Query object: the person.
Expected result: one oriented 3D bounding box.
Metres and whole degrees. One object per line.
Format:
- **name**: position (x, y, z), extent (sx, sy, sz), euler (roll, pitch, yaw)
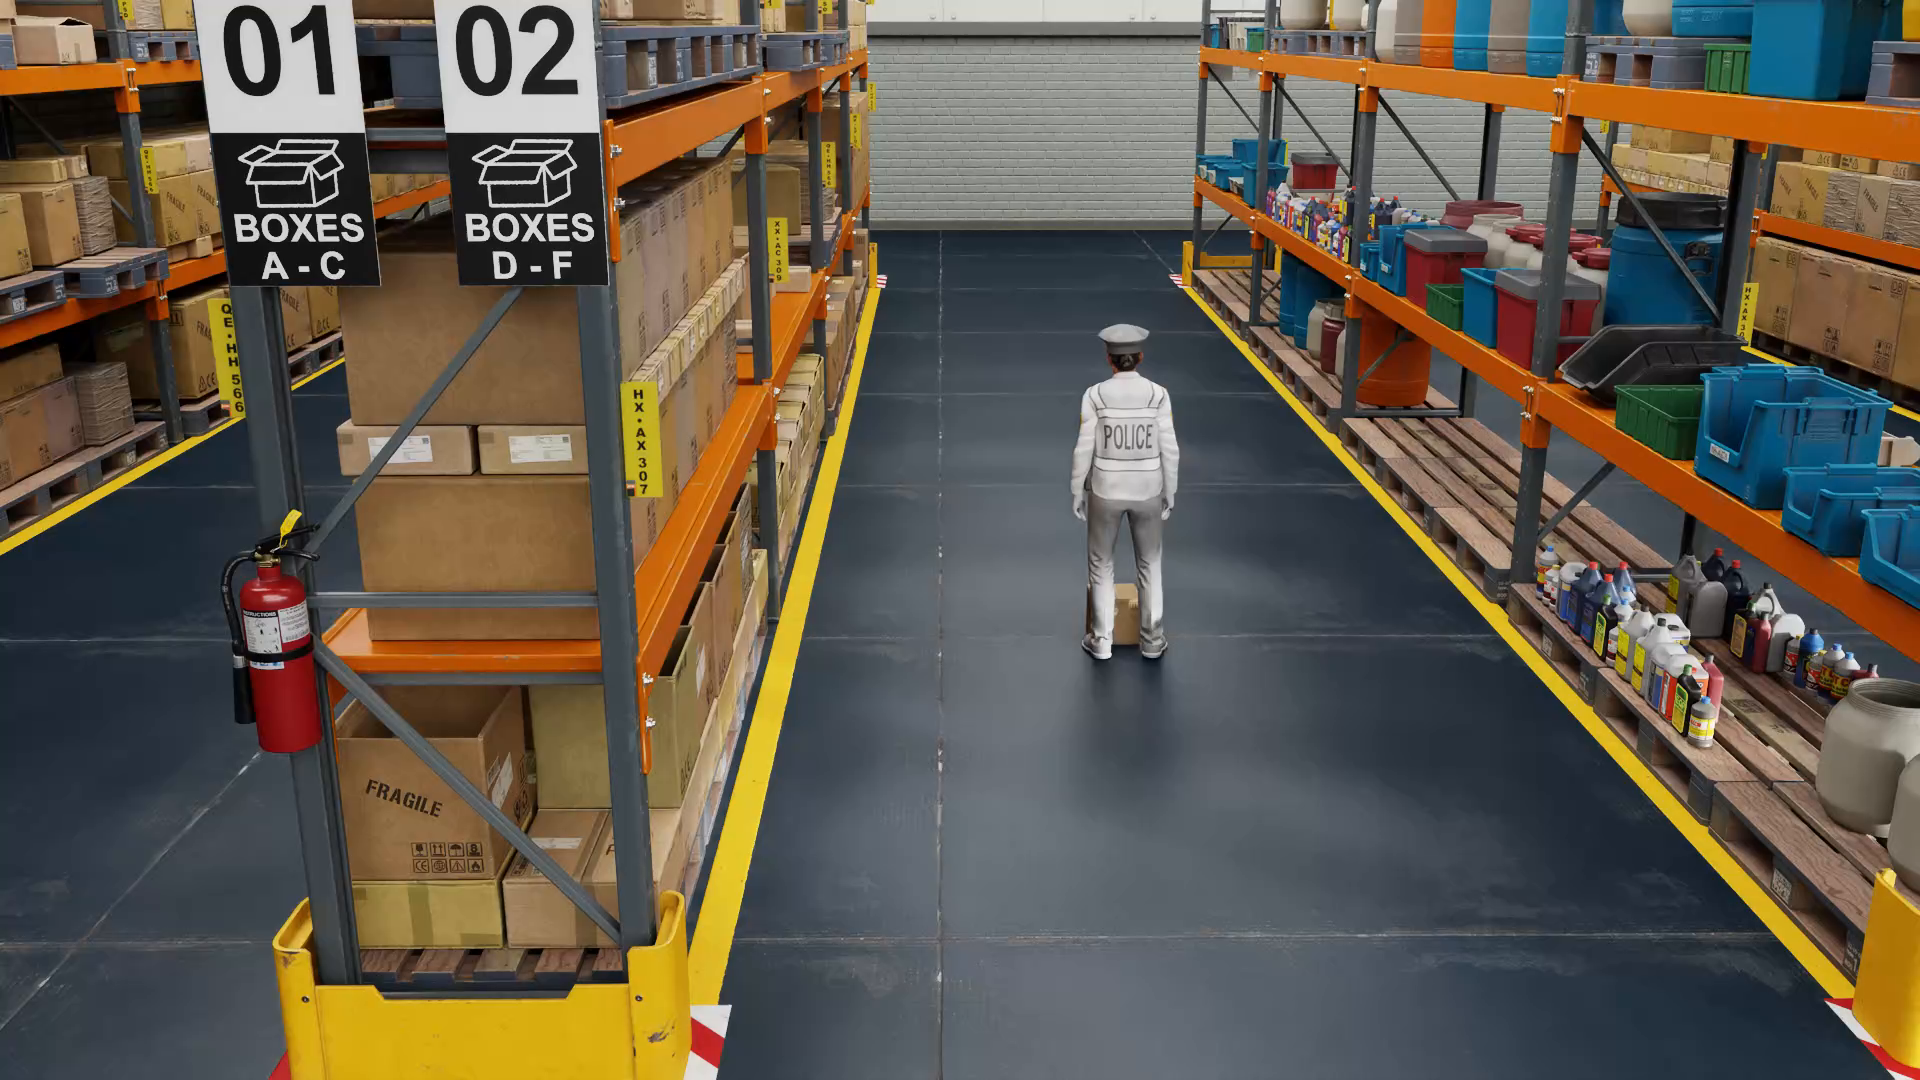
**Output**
- **person**: position (0.813, -0.218, 8.241), extent (0.529, 1.663, 0.372), euler (0, 17, -1)
